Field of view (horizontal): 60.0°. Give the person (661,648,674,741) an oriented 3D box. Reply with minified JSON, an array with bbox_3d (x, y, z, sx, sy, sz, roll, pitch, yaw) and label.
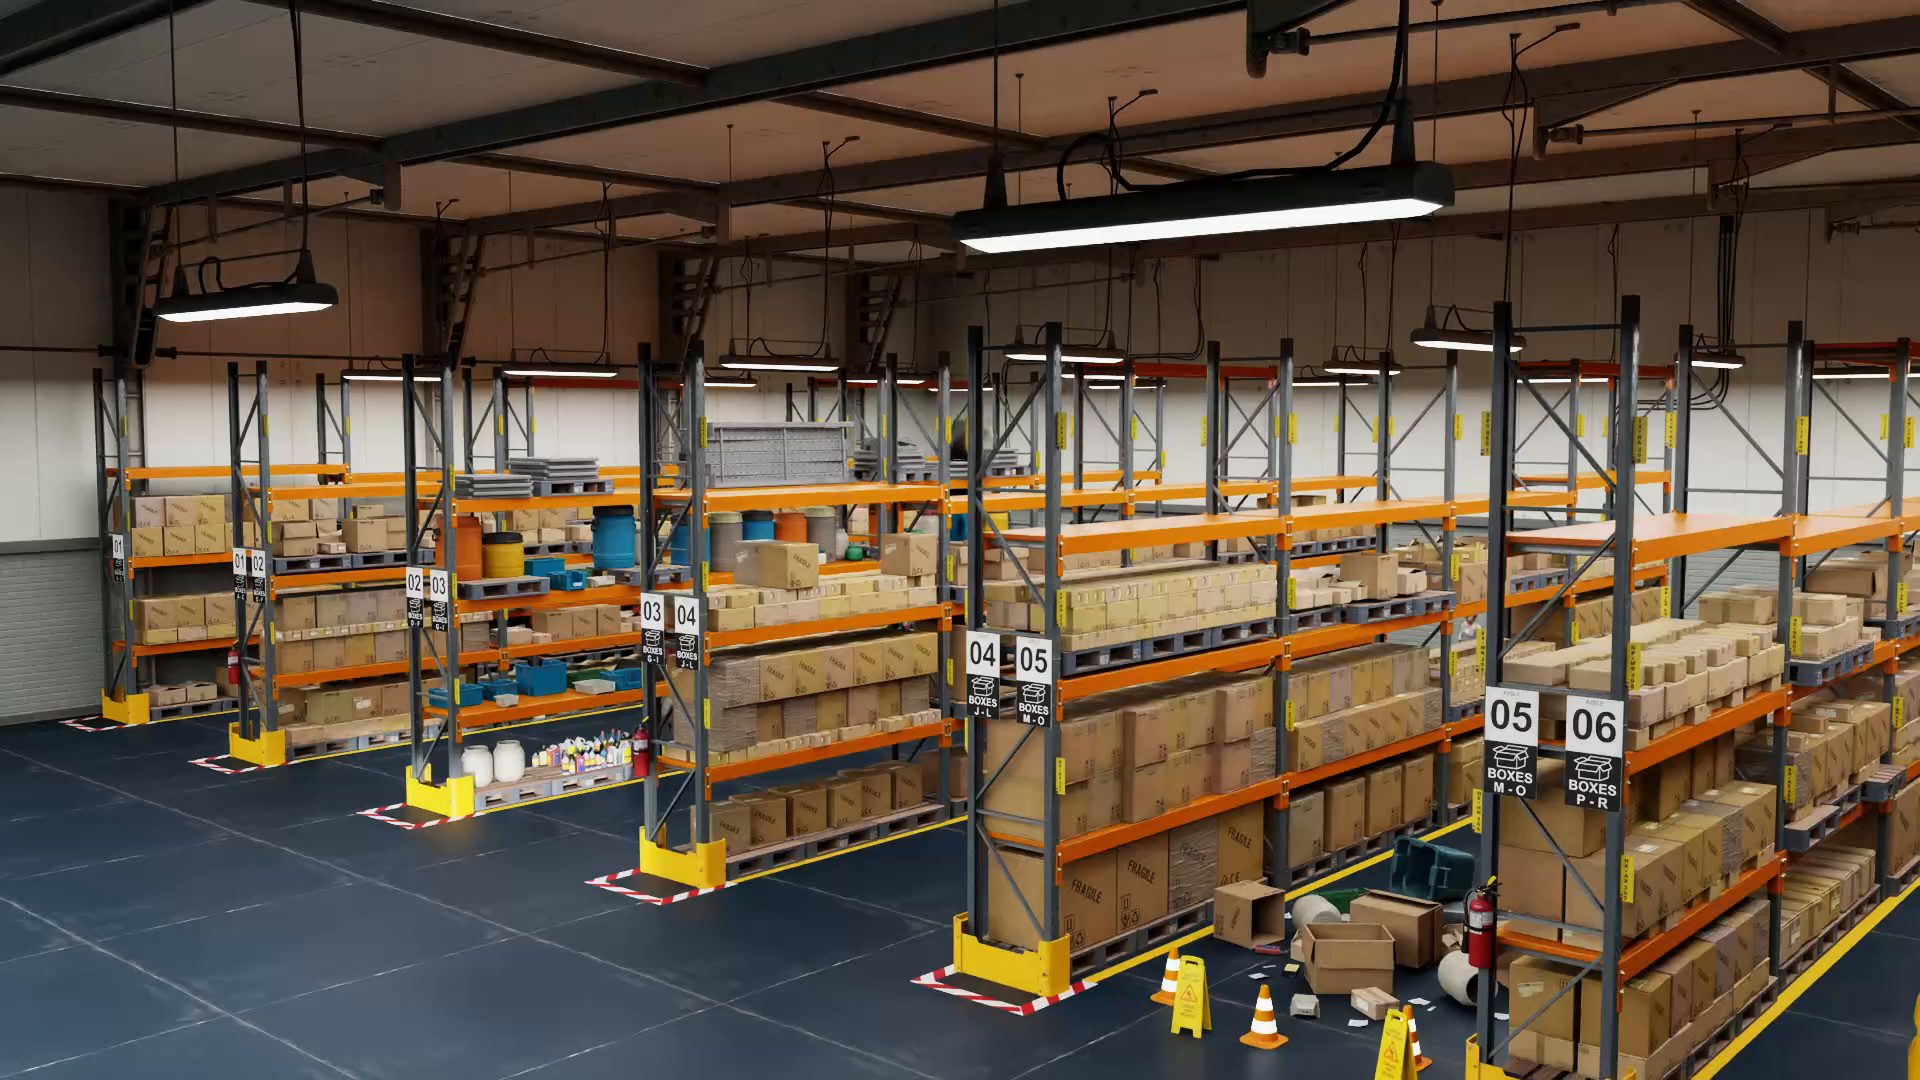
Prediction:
[{"bbox_3d":[-4.656,2.425,26.381,0.604,1.576,0.858,4,6,41],"label":"person"}]

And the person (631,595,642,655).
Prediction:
[{"bbox_3d":[-6.255,1.909,33.085,0.659,1.680,0.776,2,5,29],"label":"person"}]

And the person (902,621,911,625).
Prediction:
[{"bbox_3d":[-1.019,1.859,33.284,0.732,1.734,0.557,2,5,26],"label":"person"}]

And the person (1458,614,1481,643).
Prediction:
[{"bbox_3d":[9.672,2.080,31.455,0.608,1.542,0.595,4,6,43],"label":"person"}]
